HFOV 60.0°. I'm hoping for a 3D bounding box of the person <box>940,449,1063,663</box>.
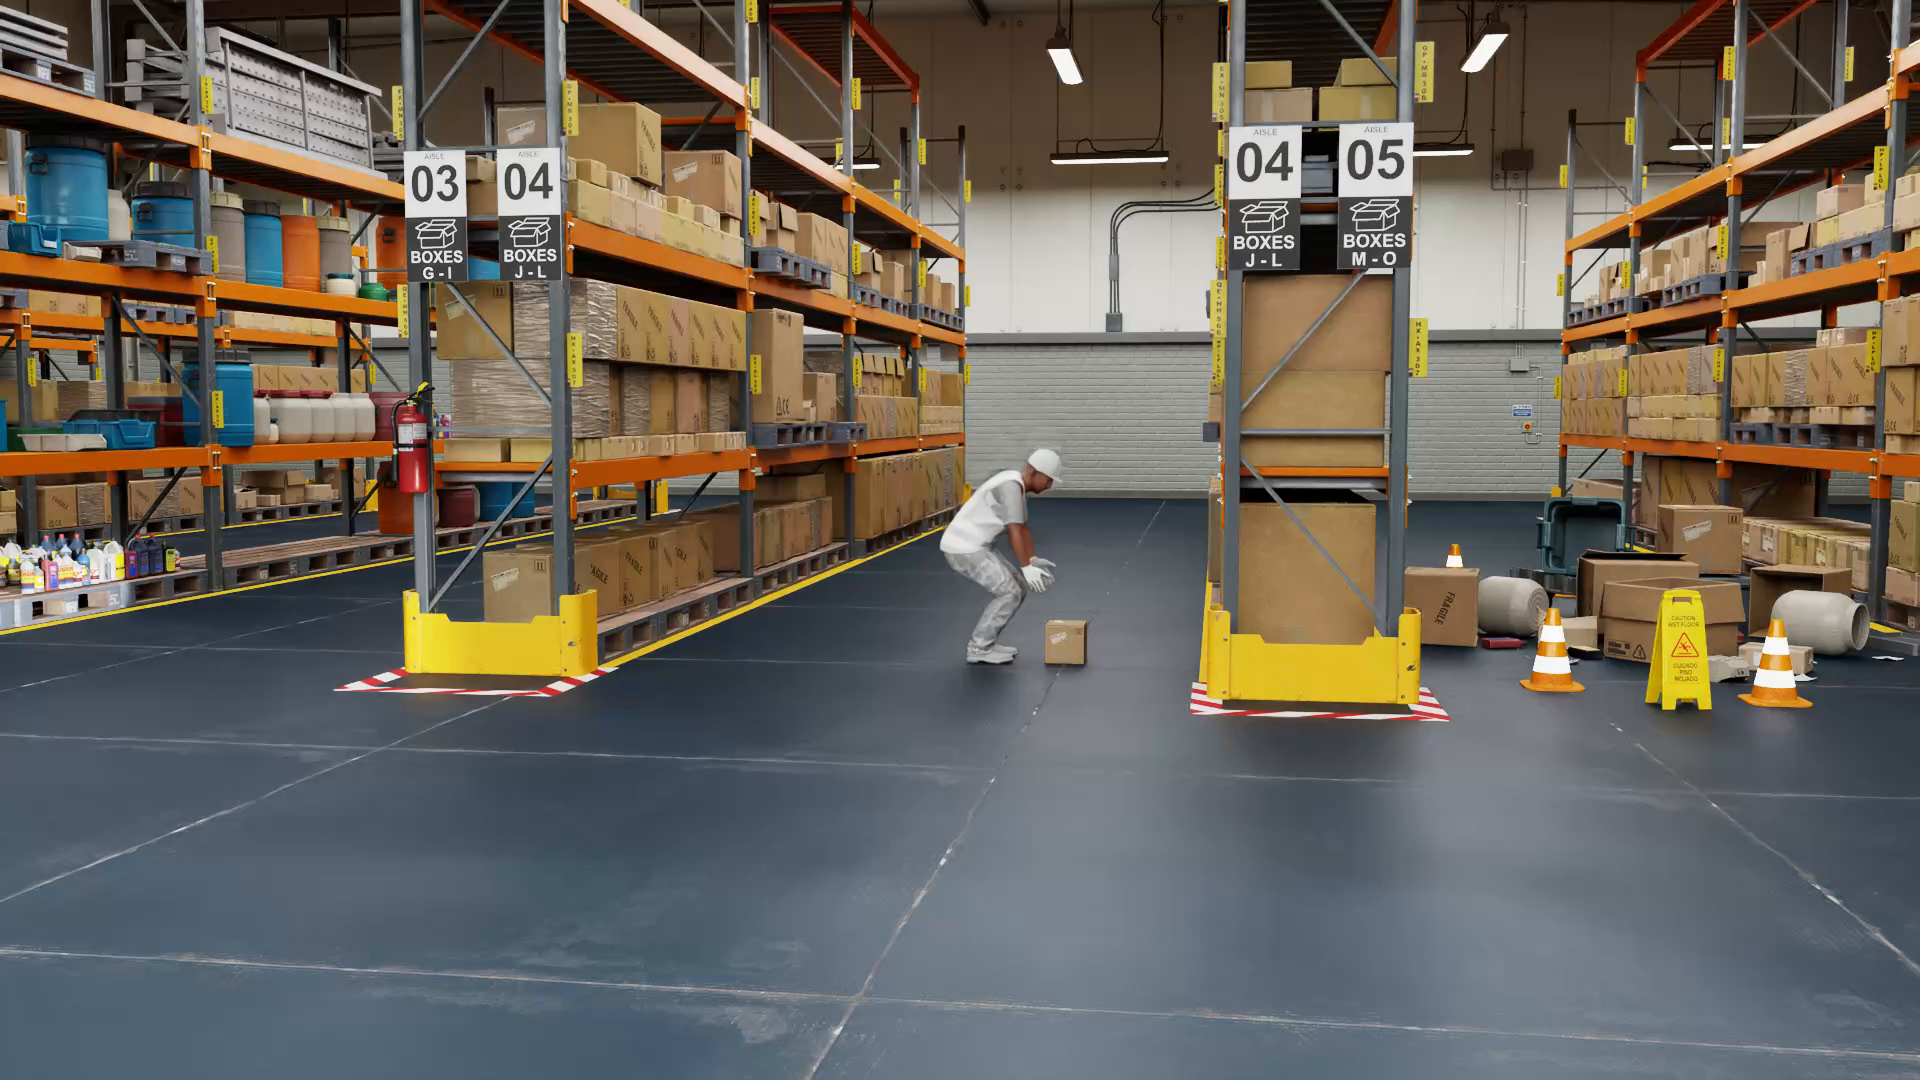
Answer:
[{"bbox_3d":[0.273,0.093,10.875,0.789,1.380,0.613,1,4,9],"label":"person"}]
